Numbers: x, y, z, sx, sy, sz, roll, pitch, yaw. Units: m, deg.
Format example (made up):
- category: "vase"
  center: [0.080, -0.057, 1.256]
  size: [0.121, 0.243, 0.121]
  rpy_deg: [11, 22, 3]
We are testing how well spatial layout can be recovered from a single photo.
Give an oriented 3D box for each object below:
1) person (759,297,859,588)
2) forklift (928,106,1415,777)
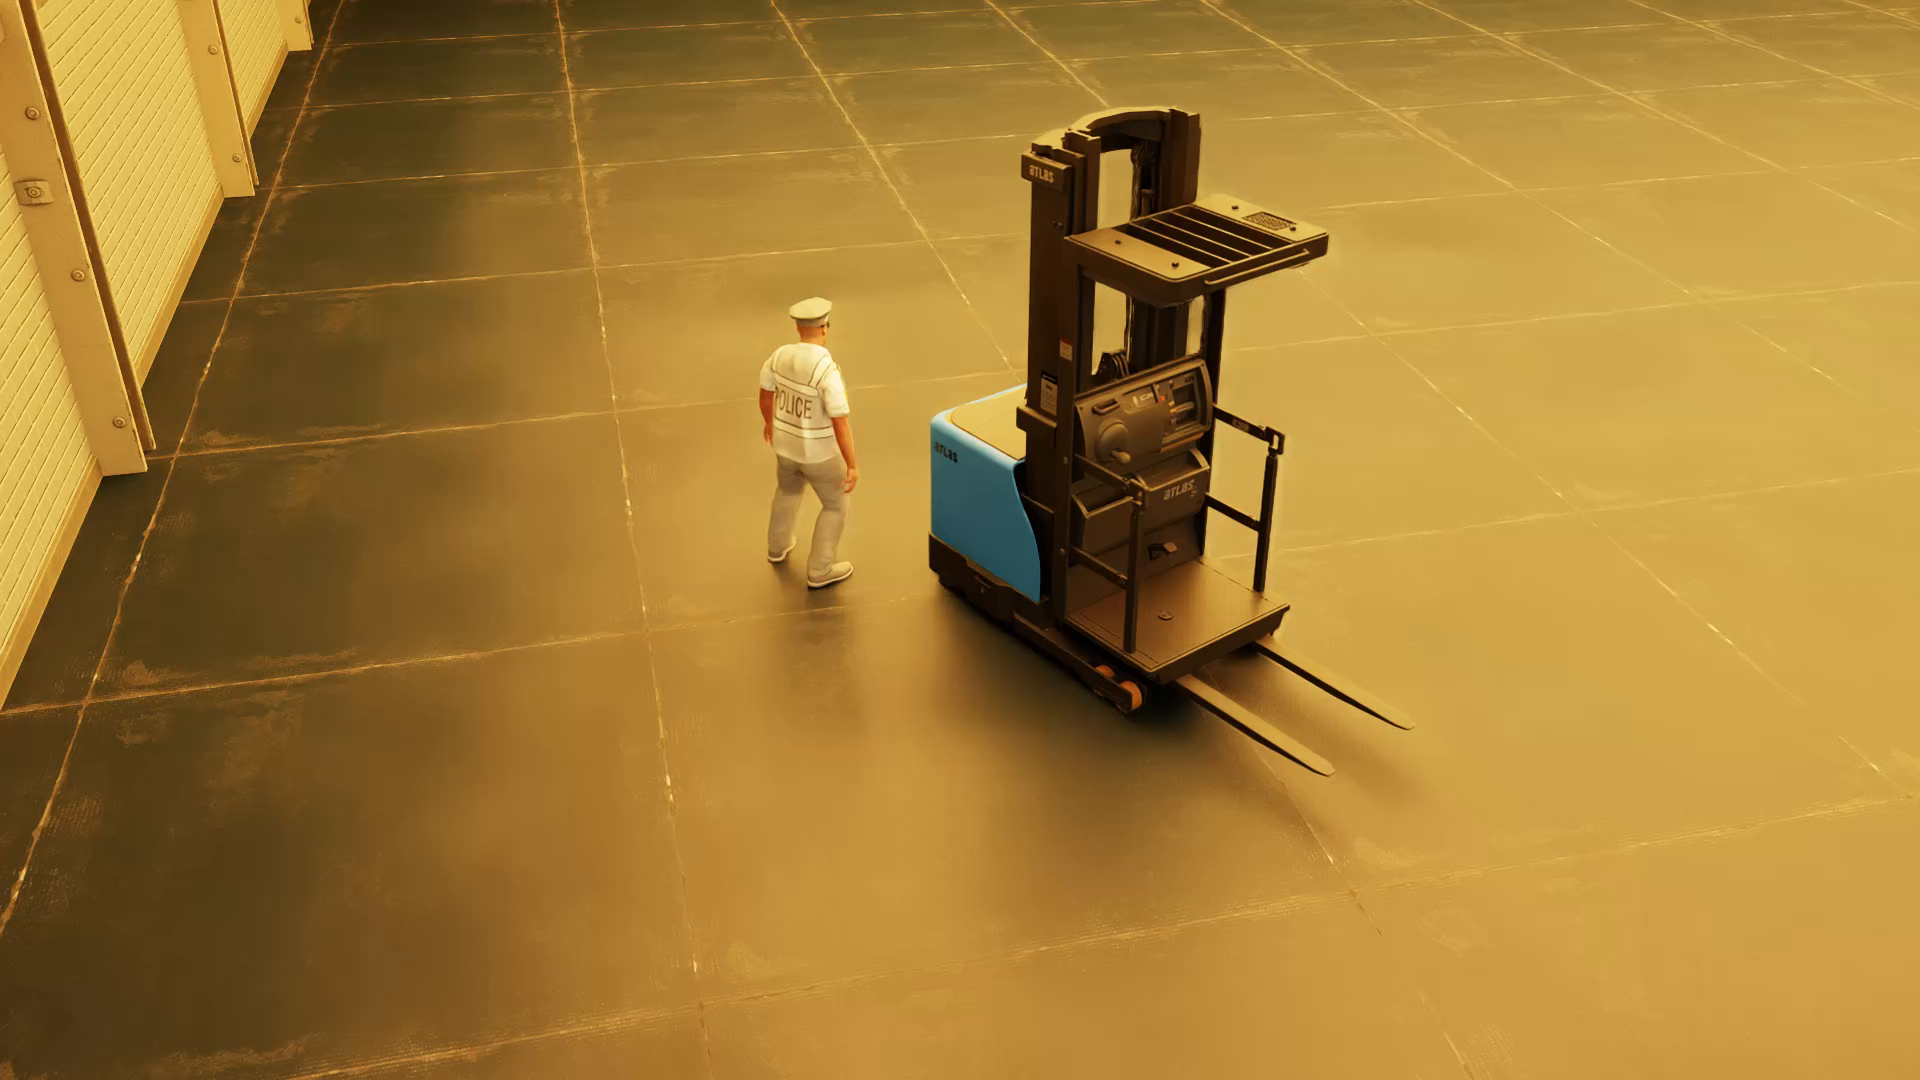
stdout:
- category: "person"
  center: [-0.885, -0.563, 9.756]
  size: [0.818, 1.724, 0.409]
  rpy_deg: [20, 36, 31]
- category: "forklift"
  center: [1.115, -0.628, 8.660]
  size: [1.130, 2.935, 3.031]
  rpy_deg: [-21, 36, -32]
